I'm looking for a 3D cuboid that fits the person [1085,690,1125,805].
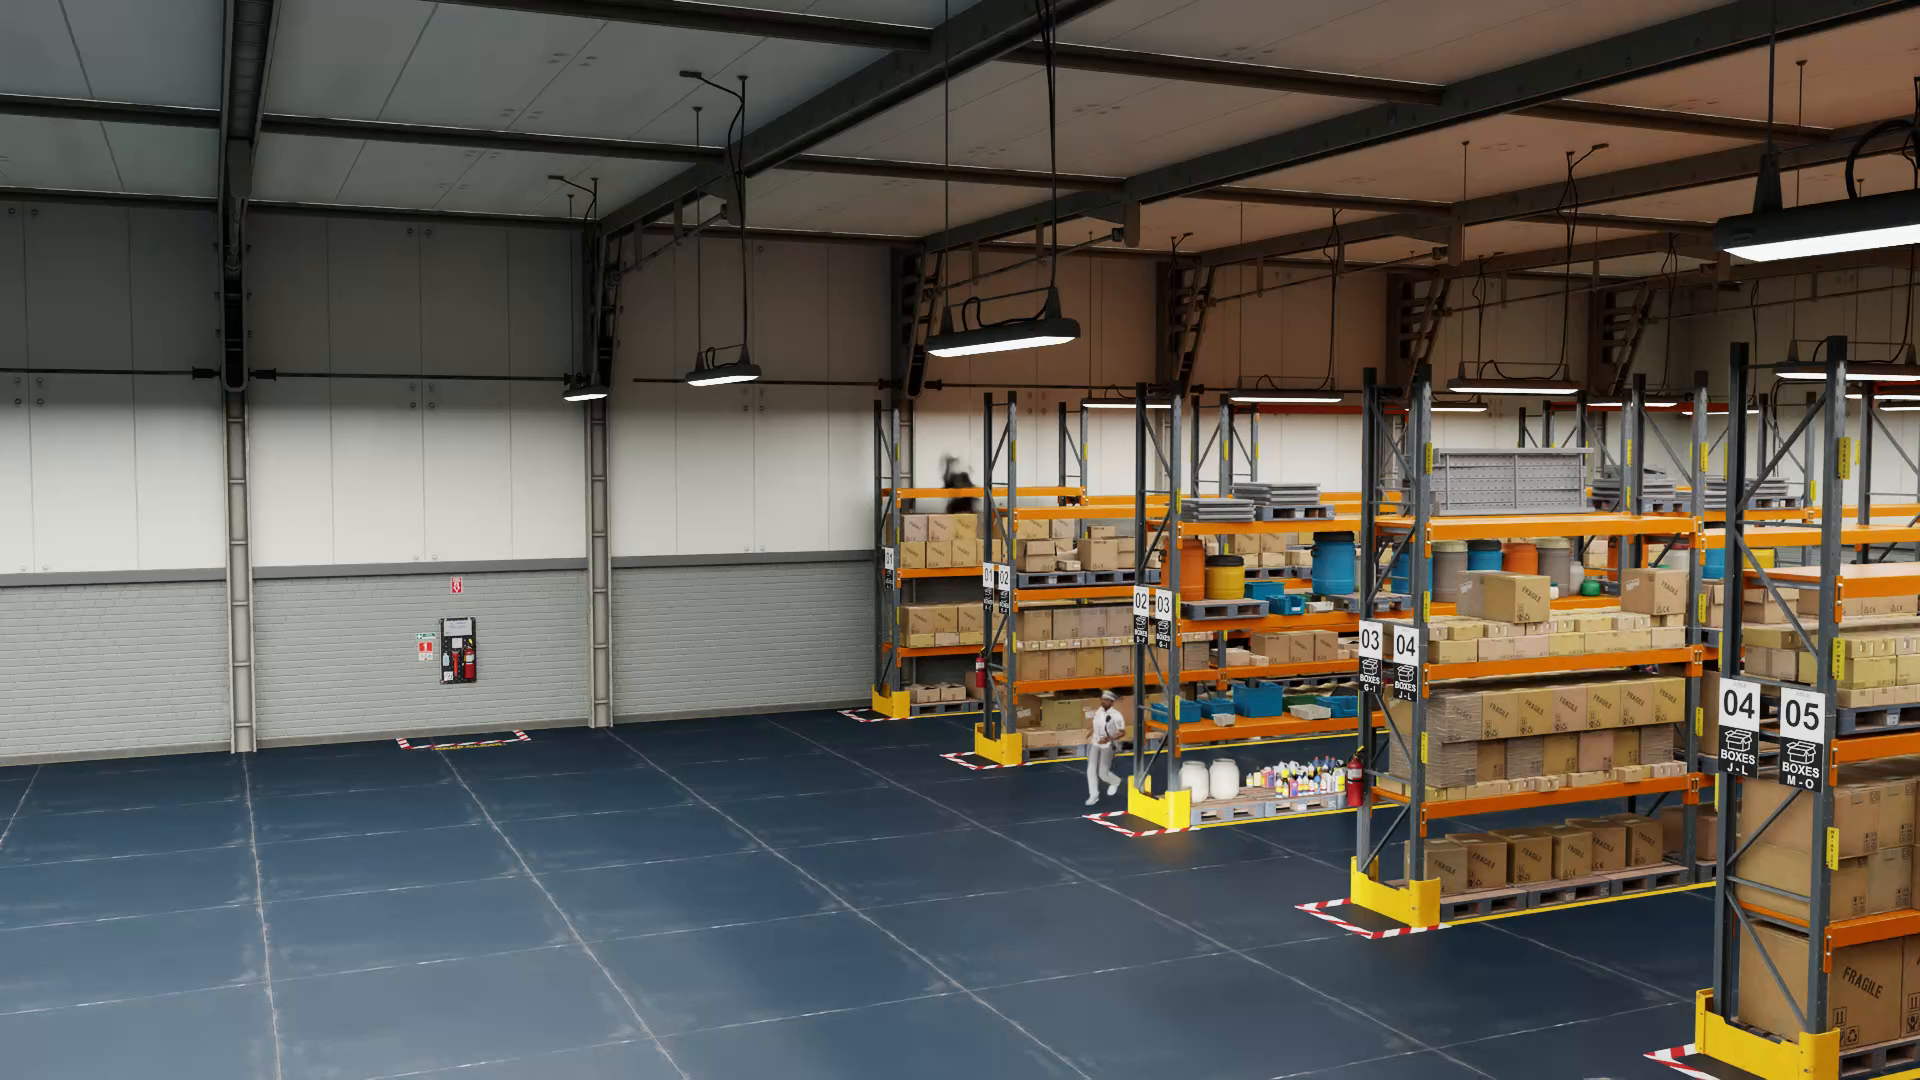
[{"bbox_3d":[2.121,2.966,23.892,0.617,1.673,0.683,3,5,45],"label":"person"}]
